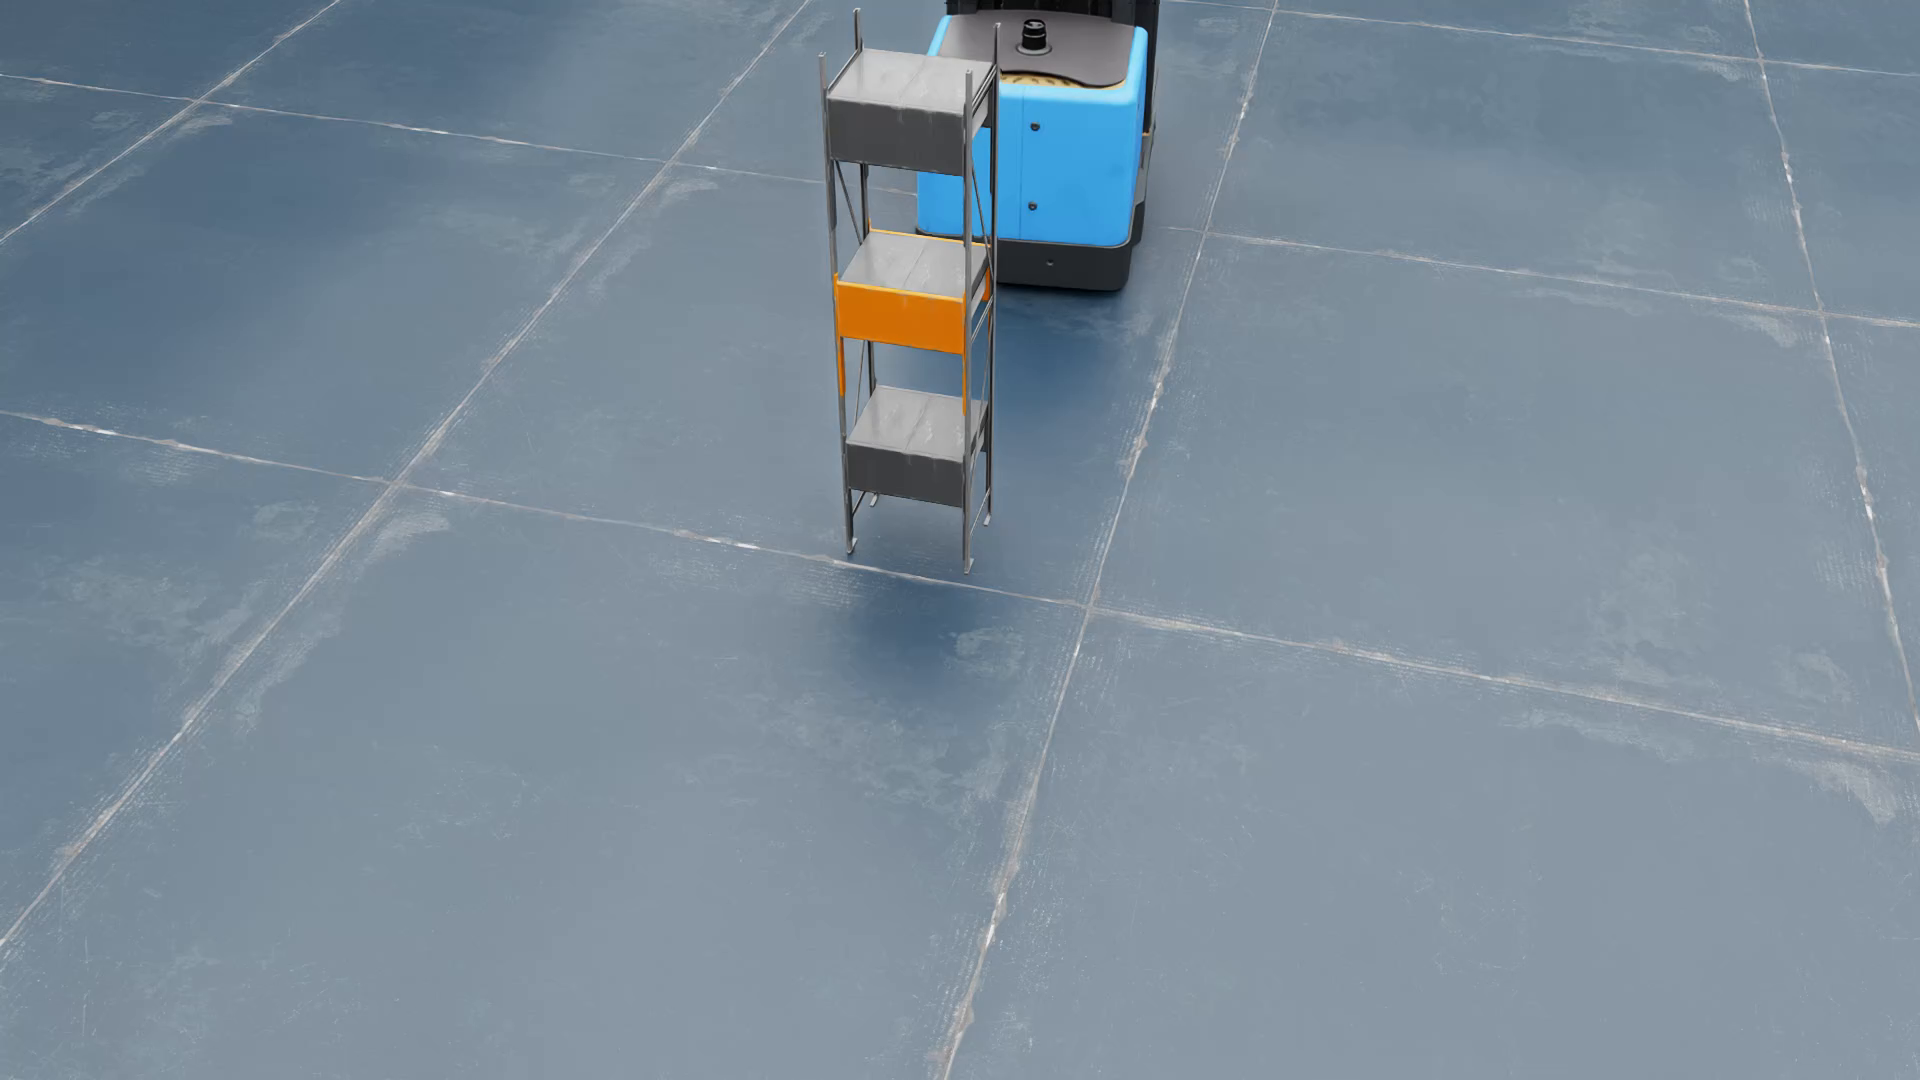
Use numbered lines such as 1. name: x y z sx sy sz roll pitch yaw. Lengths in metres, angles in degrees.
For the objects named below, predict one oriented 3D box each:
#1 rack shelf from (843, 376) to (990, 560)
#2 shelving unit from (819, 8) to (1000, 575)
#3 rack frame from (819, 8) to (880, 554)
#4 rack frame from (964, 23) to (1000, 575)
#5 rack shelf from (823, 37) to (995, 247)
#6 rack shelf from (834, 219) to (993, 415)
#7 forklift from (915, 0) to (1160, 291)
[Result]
1. rack shelf: -0.160 -0.285 6.566 0.480 0.518 0.431 10 41 11
2. shelving unit: -0.160 -0.832 6.107 0.503 2.100 0.431 10 41 11
3. rack frame: -0.396 -0.872 6.156 0.015 2.100 0.400 10 41 11
4. rack frame: 0.076 -0.791 6.059 0.015 2.100 0.400 10 41 11
5. rack shelf: -0.160 -1.357 5.666 0.480 0.518 0.431 10 41 11
6. rack shelf: -0.160 -0.821 6.116 0.480 0.518 0.431 10 41 11
7. forklift: 0.513 -3.282 8.379 1.130 2.935 3.031 6 40 7
